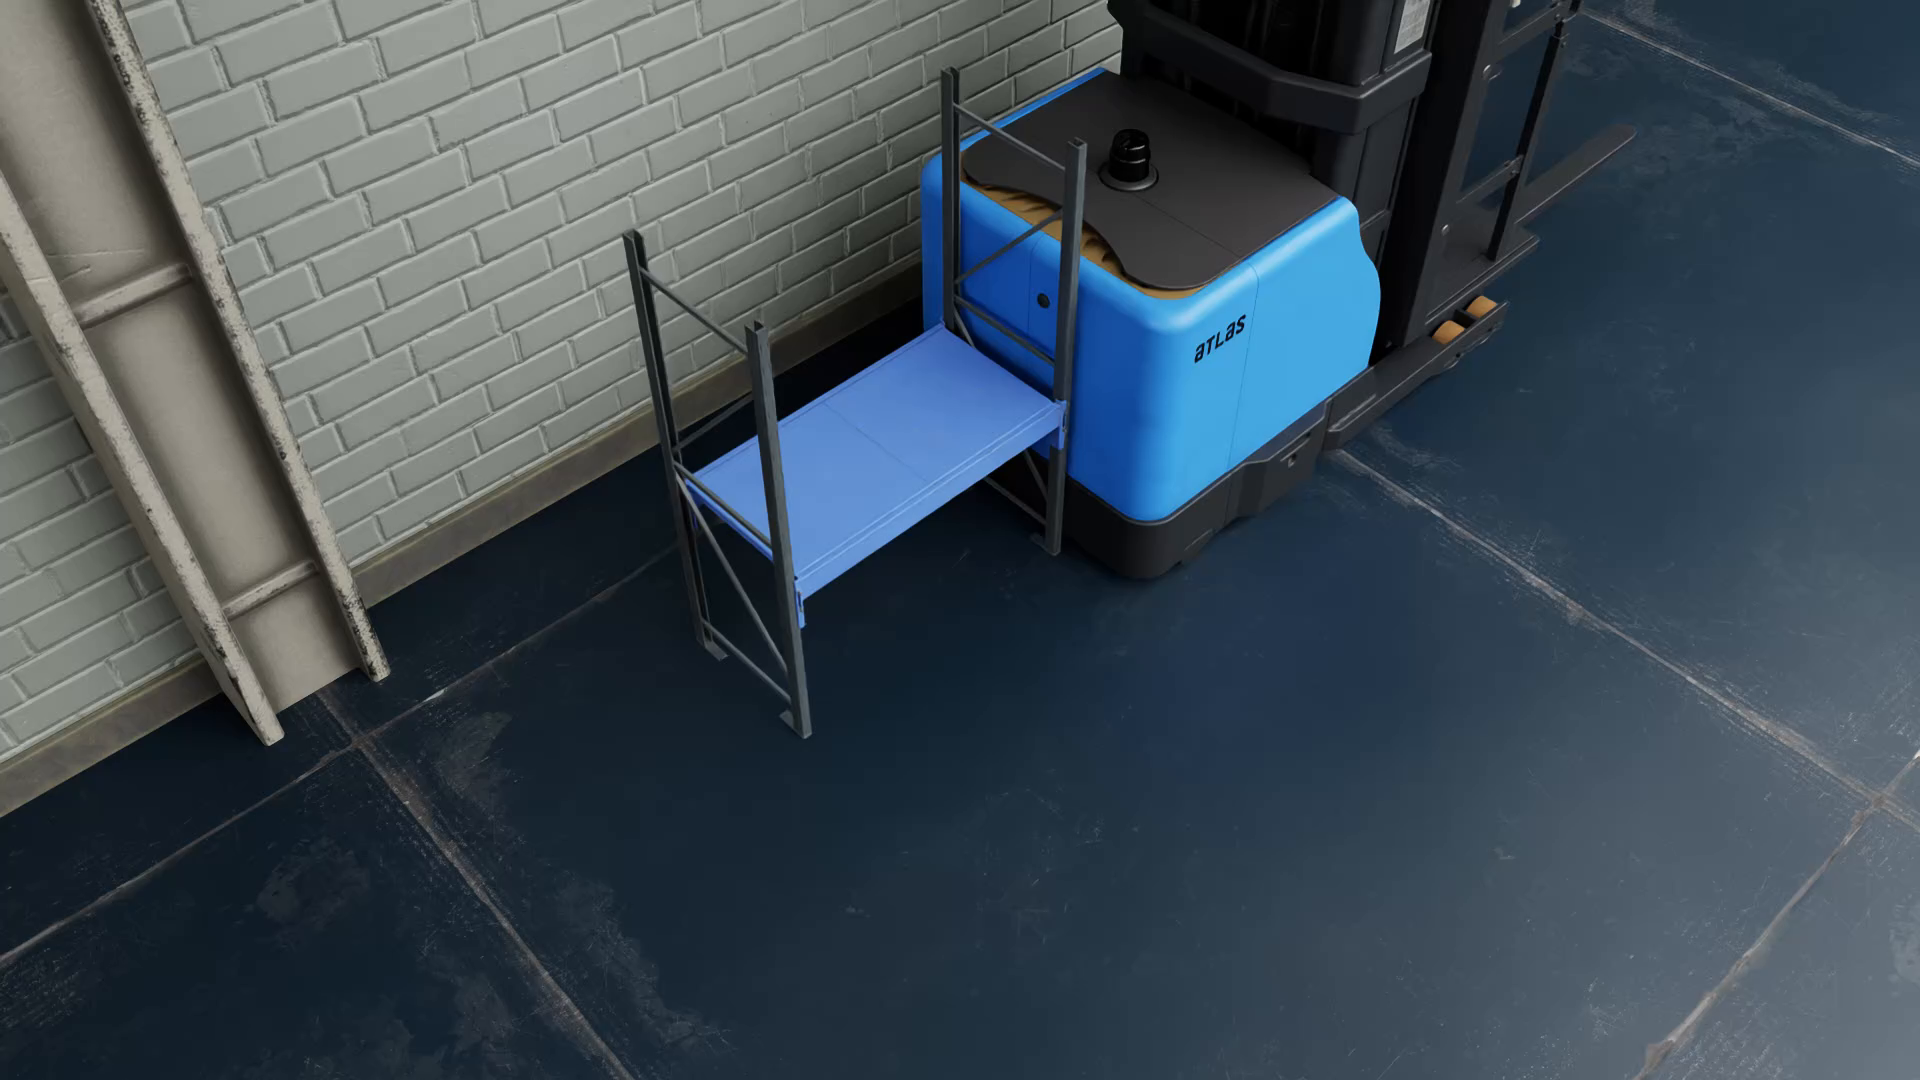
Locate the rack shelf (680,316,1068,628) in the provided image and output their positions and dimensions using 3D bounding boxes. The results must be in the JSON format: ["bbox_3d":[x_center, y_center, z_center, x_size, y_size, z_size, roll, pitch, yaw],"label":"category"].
[{"bbox_3d":[-0.236,-0.217,4.674,1.000,0.185,0.538,-35,56,-28],"label":"rack shelf"}]

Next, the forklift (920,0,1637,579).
[{"bbox_3d":[1.284,-1.839,4.953,3.031,2.935,1.130,-35,56,-28],"label":"forklift"}]

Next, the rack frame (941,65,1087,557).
[{"bbox_3d":[0.133,-0.596,4.780,0.032,1.500,0.500,-35,56,-28],"label":"rack frame"}]

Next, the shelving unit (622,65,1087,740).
[{"bbox_3d":[-0.236,-0.339,4.542,1.048,1.500,0.538,-35,56,-28],"label":"shelving unit"}]

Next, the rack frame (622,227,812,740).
[{"bbox_3d":[-0.604,-0.081,4.305,0.032,1.500,0.500,-35,56,-28],"label":"rack frame"}]
